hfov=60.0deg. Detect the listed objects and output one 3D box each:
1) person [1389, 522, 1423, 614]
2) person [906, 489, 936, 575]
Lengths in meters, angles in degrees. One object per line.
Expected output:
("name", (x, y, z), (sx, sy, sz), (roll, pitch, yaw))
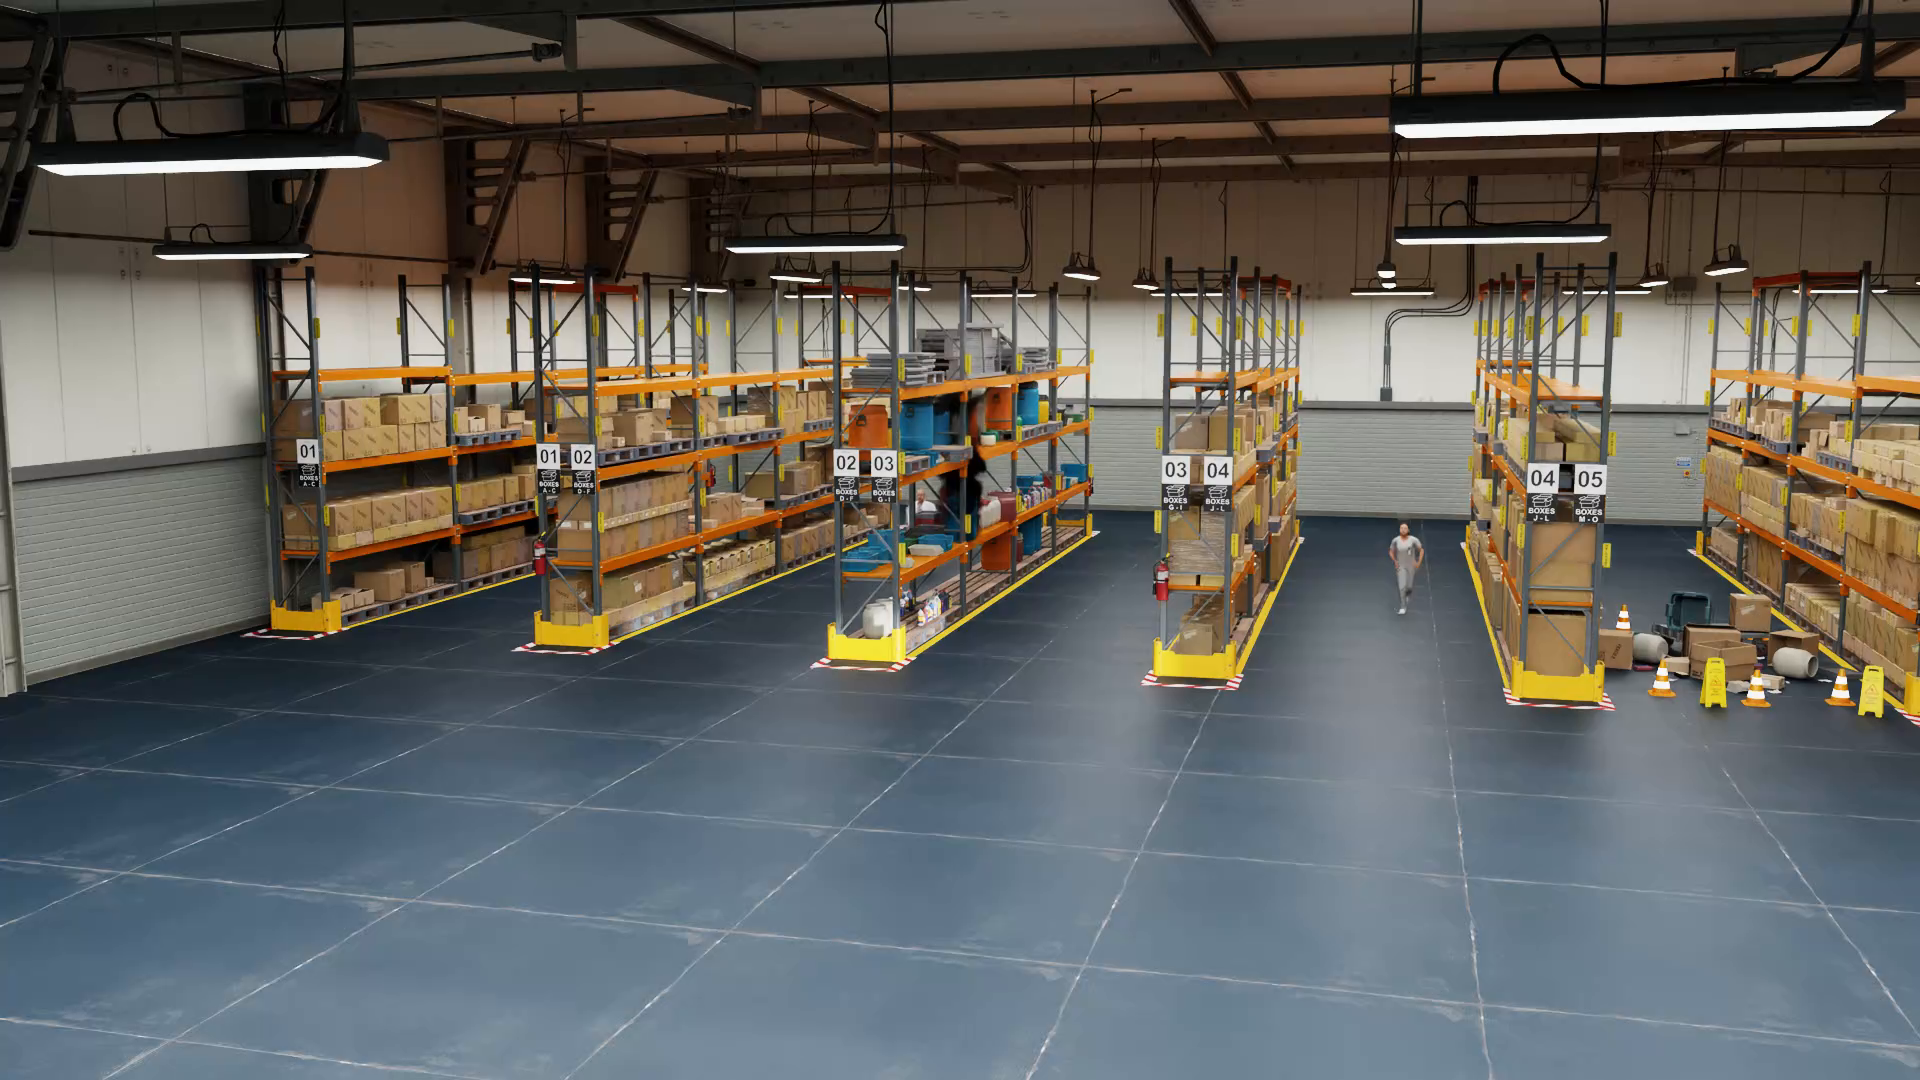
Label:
("person", (7.847, 0.491, 29.291), (0.579, 1.633, 0.638), (3, 8, 19))
("person", (-0.768, -0.155, 33.351), (0.672, 1.763, 0.960), (1, 7, 7))
